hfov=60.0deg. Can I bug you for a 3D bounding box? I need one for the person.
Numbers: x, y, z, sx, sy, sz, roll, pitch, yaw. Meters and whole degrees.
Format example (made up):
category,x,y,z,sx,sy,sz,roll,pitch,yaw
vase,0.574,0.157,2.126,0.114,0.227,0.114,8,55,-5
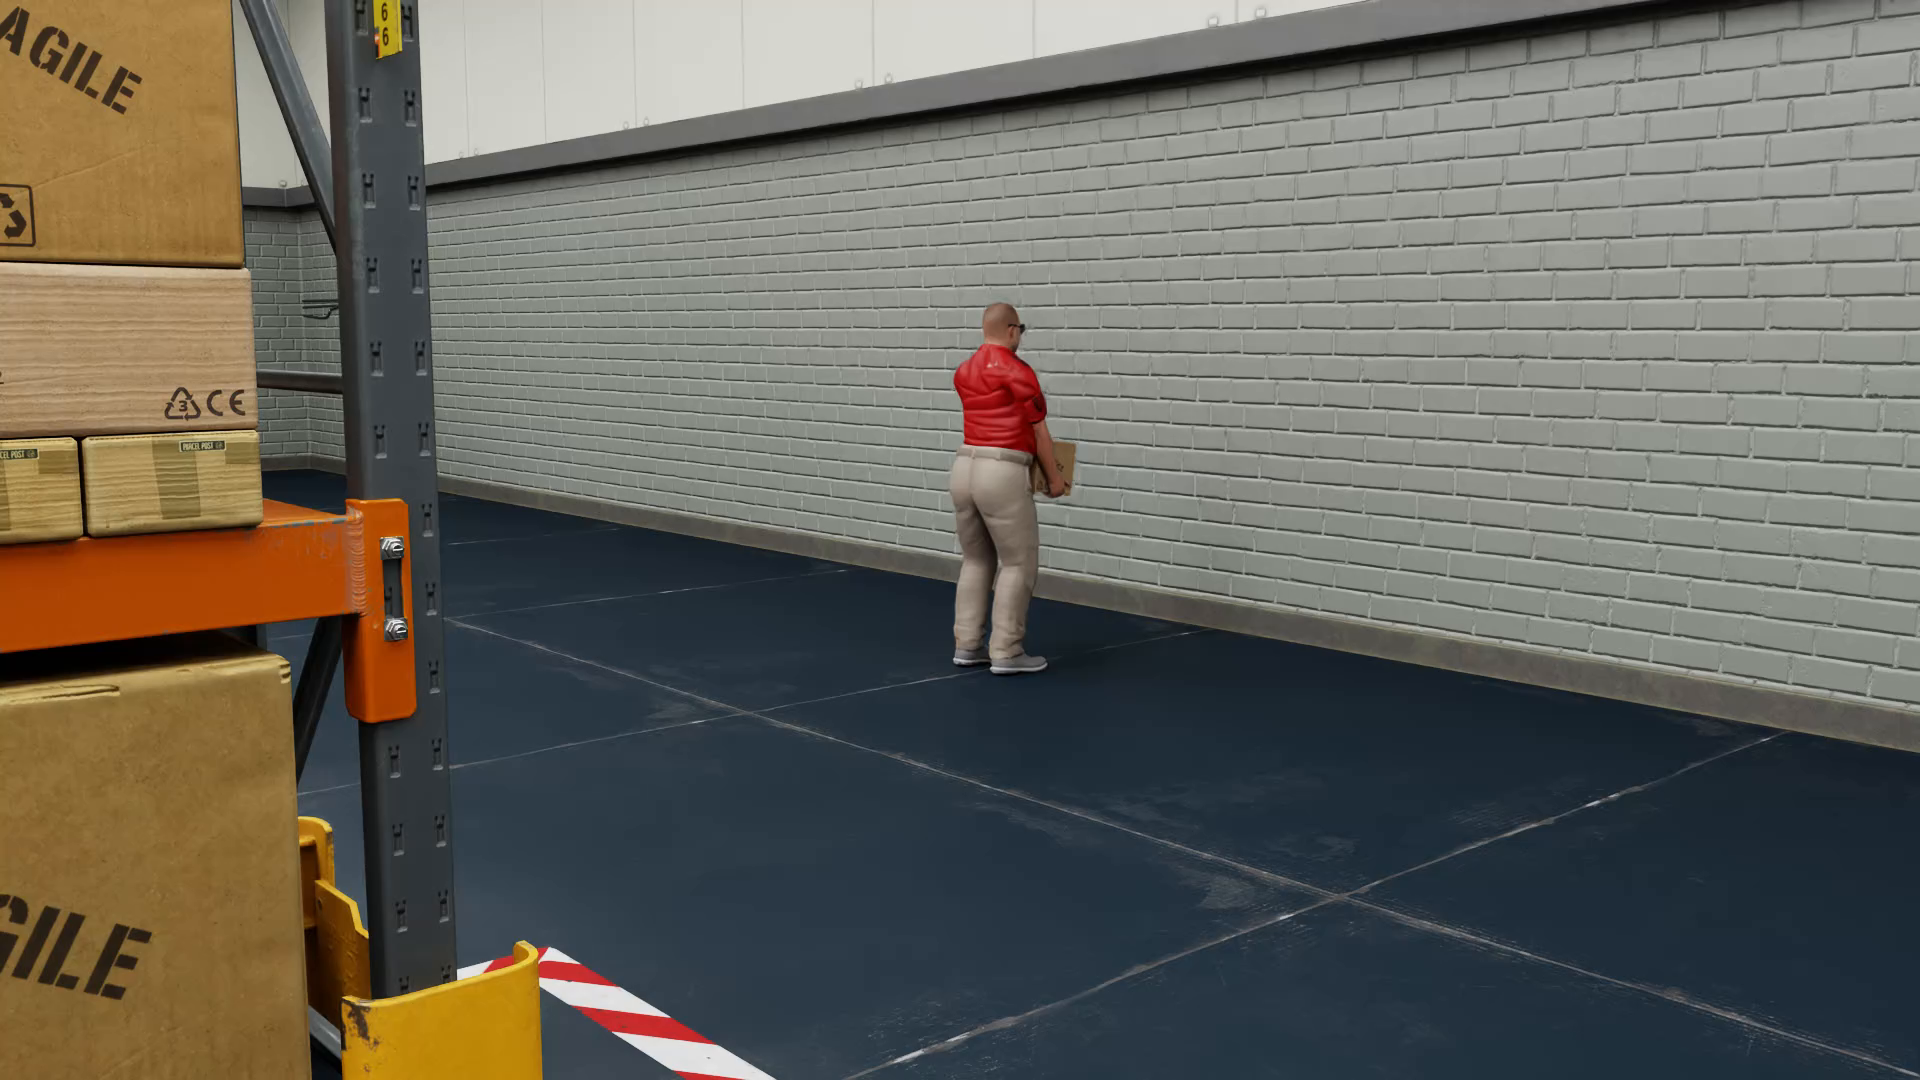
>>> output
category,x,y,z,sx,sy,sz,roll,pitch,yaw
person,0.220,-0.205,7.855,0.557,1.630,0.488,-7,10,-42
